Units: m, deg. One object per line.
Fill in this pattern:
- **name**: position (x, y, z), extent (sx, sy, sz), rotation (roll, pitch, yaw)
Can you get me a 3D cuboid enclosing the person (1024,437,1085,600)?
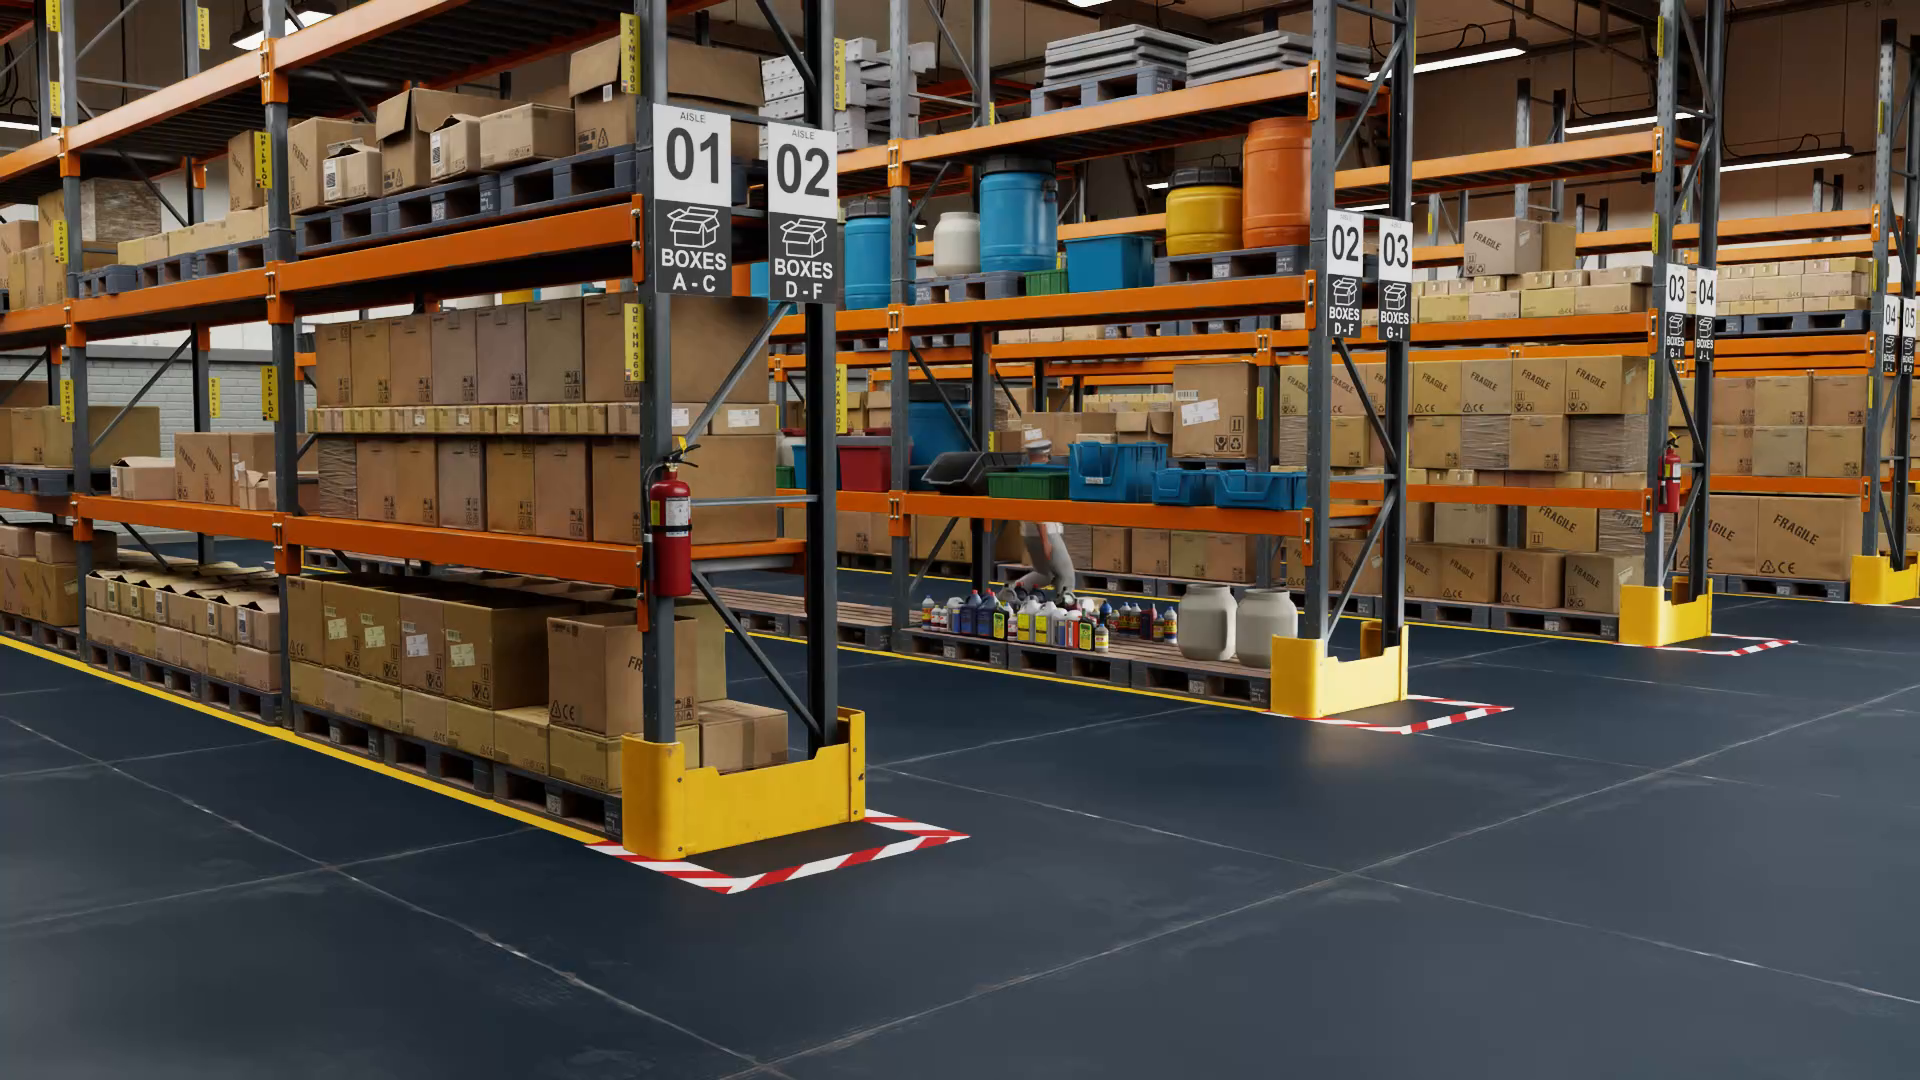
- **person**: position (0.881, -0.067, 15.121), extent (0.691, 1.736, 0.590), rotation (-2, 4, -21)
